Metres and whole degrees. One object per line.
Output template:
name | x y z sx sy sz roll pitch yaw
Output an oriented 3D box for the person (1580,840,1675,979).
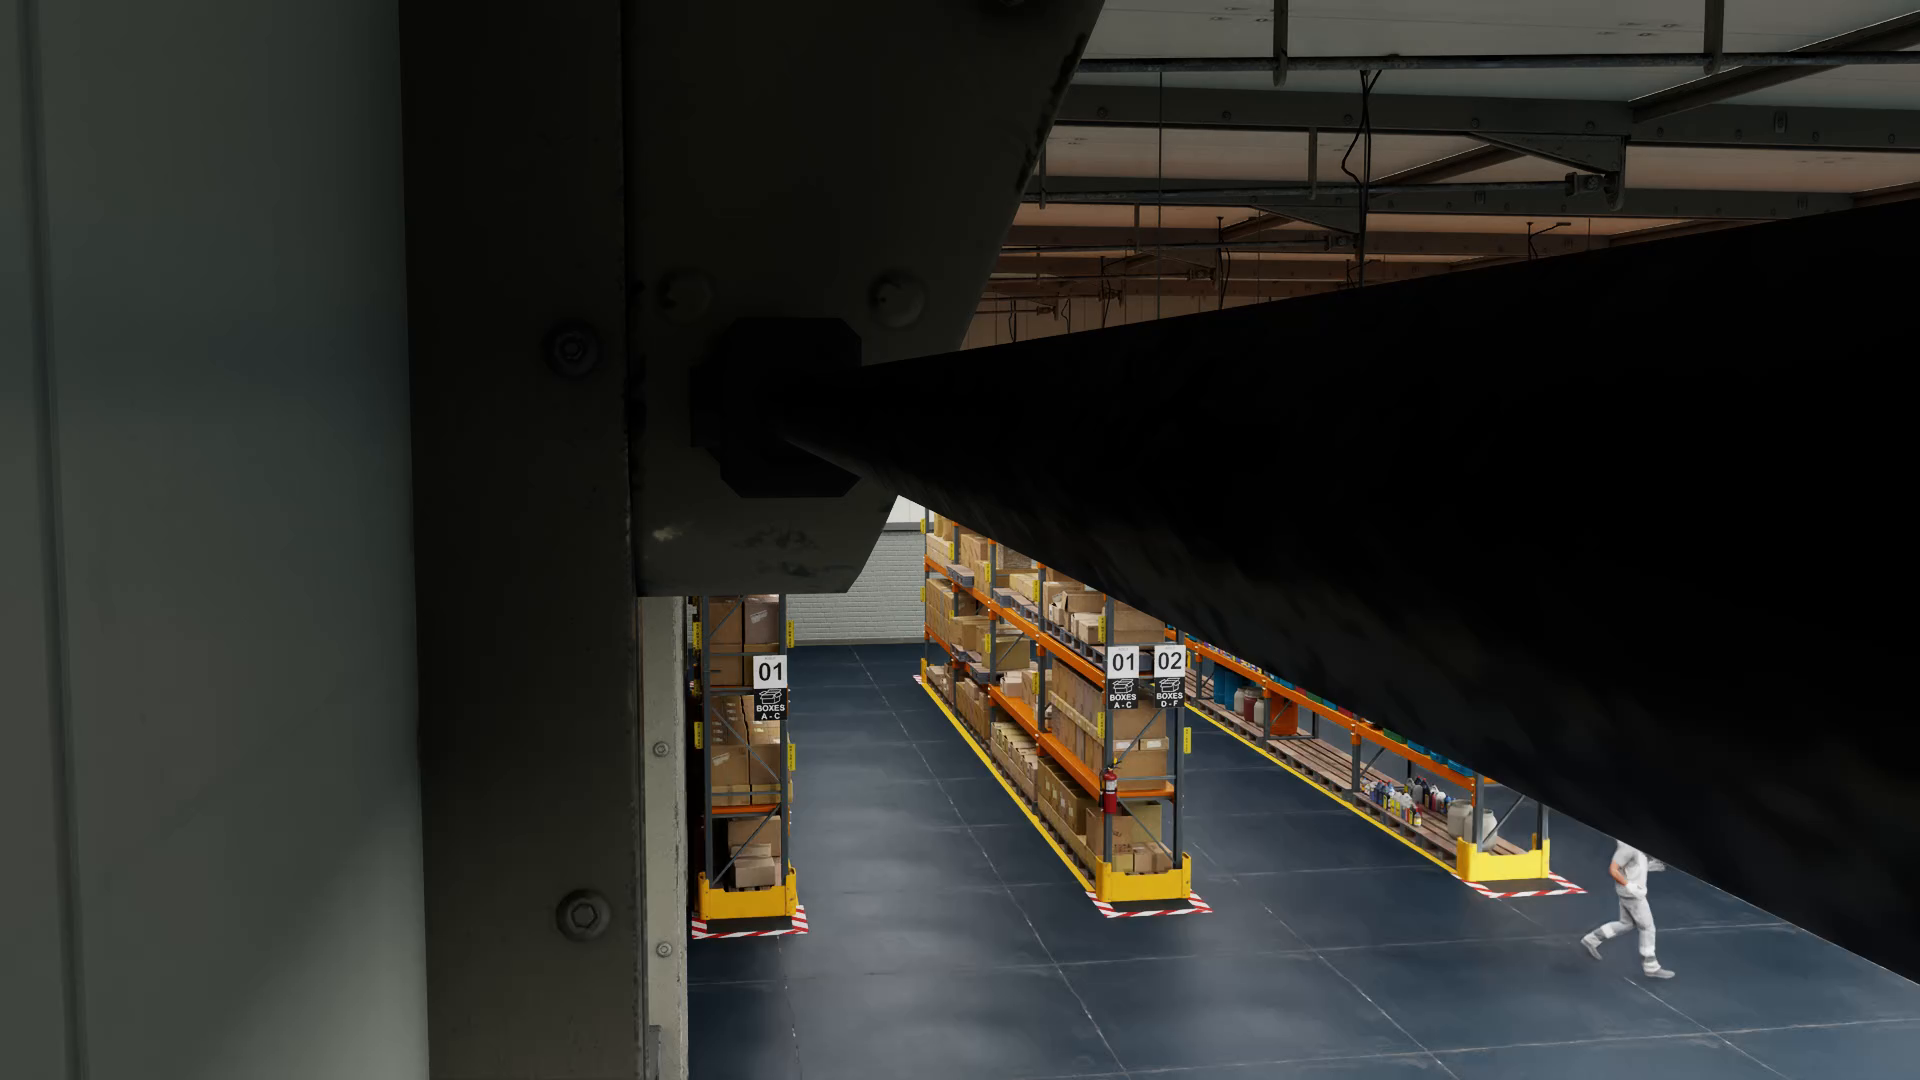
person | 7.271 3.845 18.063 0.966 1.768 0.667 2 5 18
